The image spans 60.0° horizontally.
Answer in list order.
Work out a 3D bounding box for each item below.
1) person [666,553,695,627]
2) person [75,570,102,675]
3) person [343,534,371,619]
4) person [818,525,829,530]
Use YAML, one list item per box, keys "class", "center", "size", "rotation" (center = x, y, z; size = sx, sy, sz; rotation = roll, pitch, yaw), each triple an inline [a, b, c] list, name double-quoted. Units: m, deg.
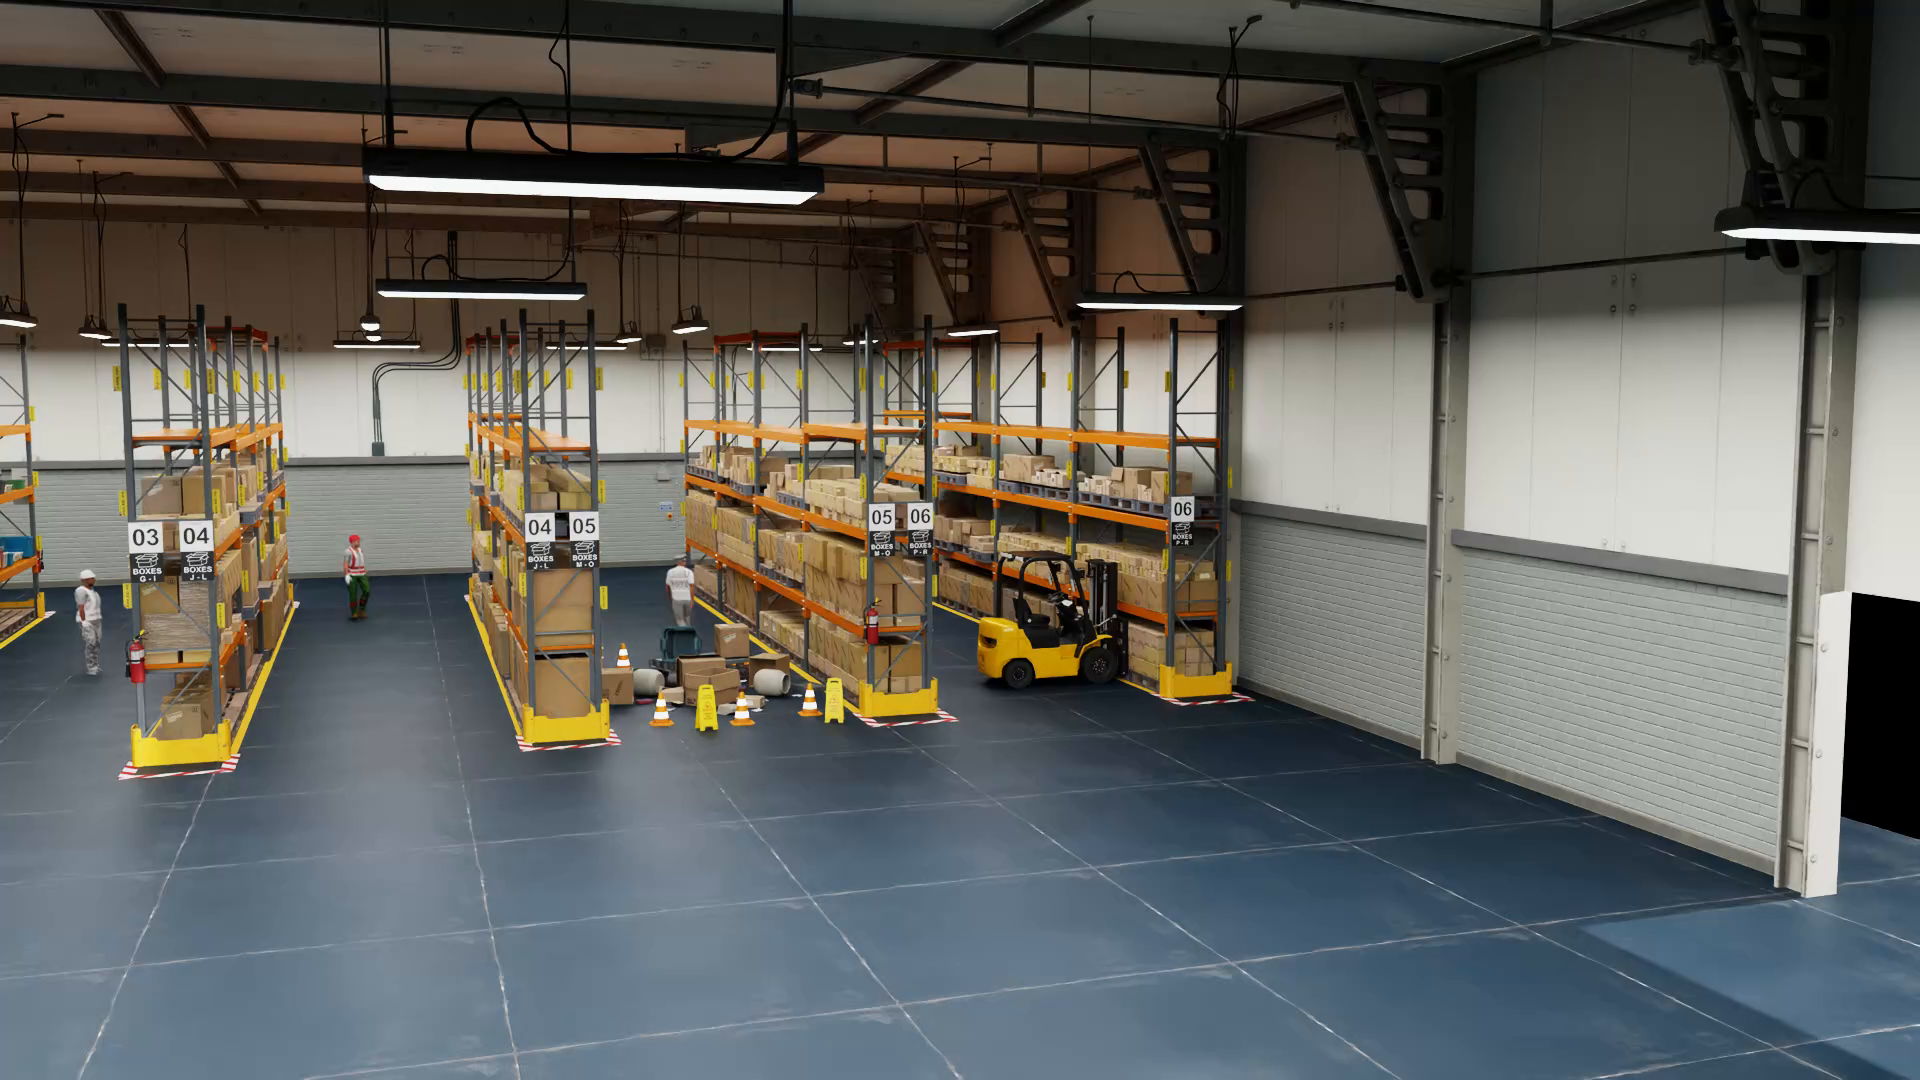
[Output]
- class: "person"
  center: [-5.275, 1.156, 31.374]
  size: [0.489, 1.805, 0.671]
  rotation: [-3, 6, -29]
- class: "person"
  center: [-14.971, 1.429, 28.712]
  size: [0.552, 1.834, 0.563]
  rotation: [1, 6, 10]
- class: "person"
  center: [-12.839, 0.779, 35.310]
  size: [0.554, 1.804, 0.548]
  rotation: [-4, 7, -38]
- class: "person"
  center: [-2.934, 0.481, 35.677]
  size: [0.482, 1.689, 0.365]
  rotation: [3, 6, 25]
